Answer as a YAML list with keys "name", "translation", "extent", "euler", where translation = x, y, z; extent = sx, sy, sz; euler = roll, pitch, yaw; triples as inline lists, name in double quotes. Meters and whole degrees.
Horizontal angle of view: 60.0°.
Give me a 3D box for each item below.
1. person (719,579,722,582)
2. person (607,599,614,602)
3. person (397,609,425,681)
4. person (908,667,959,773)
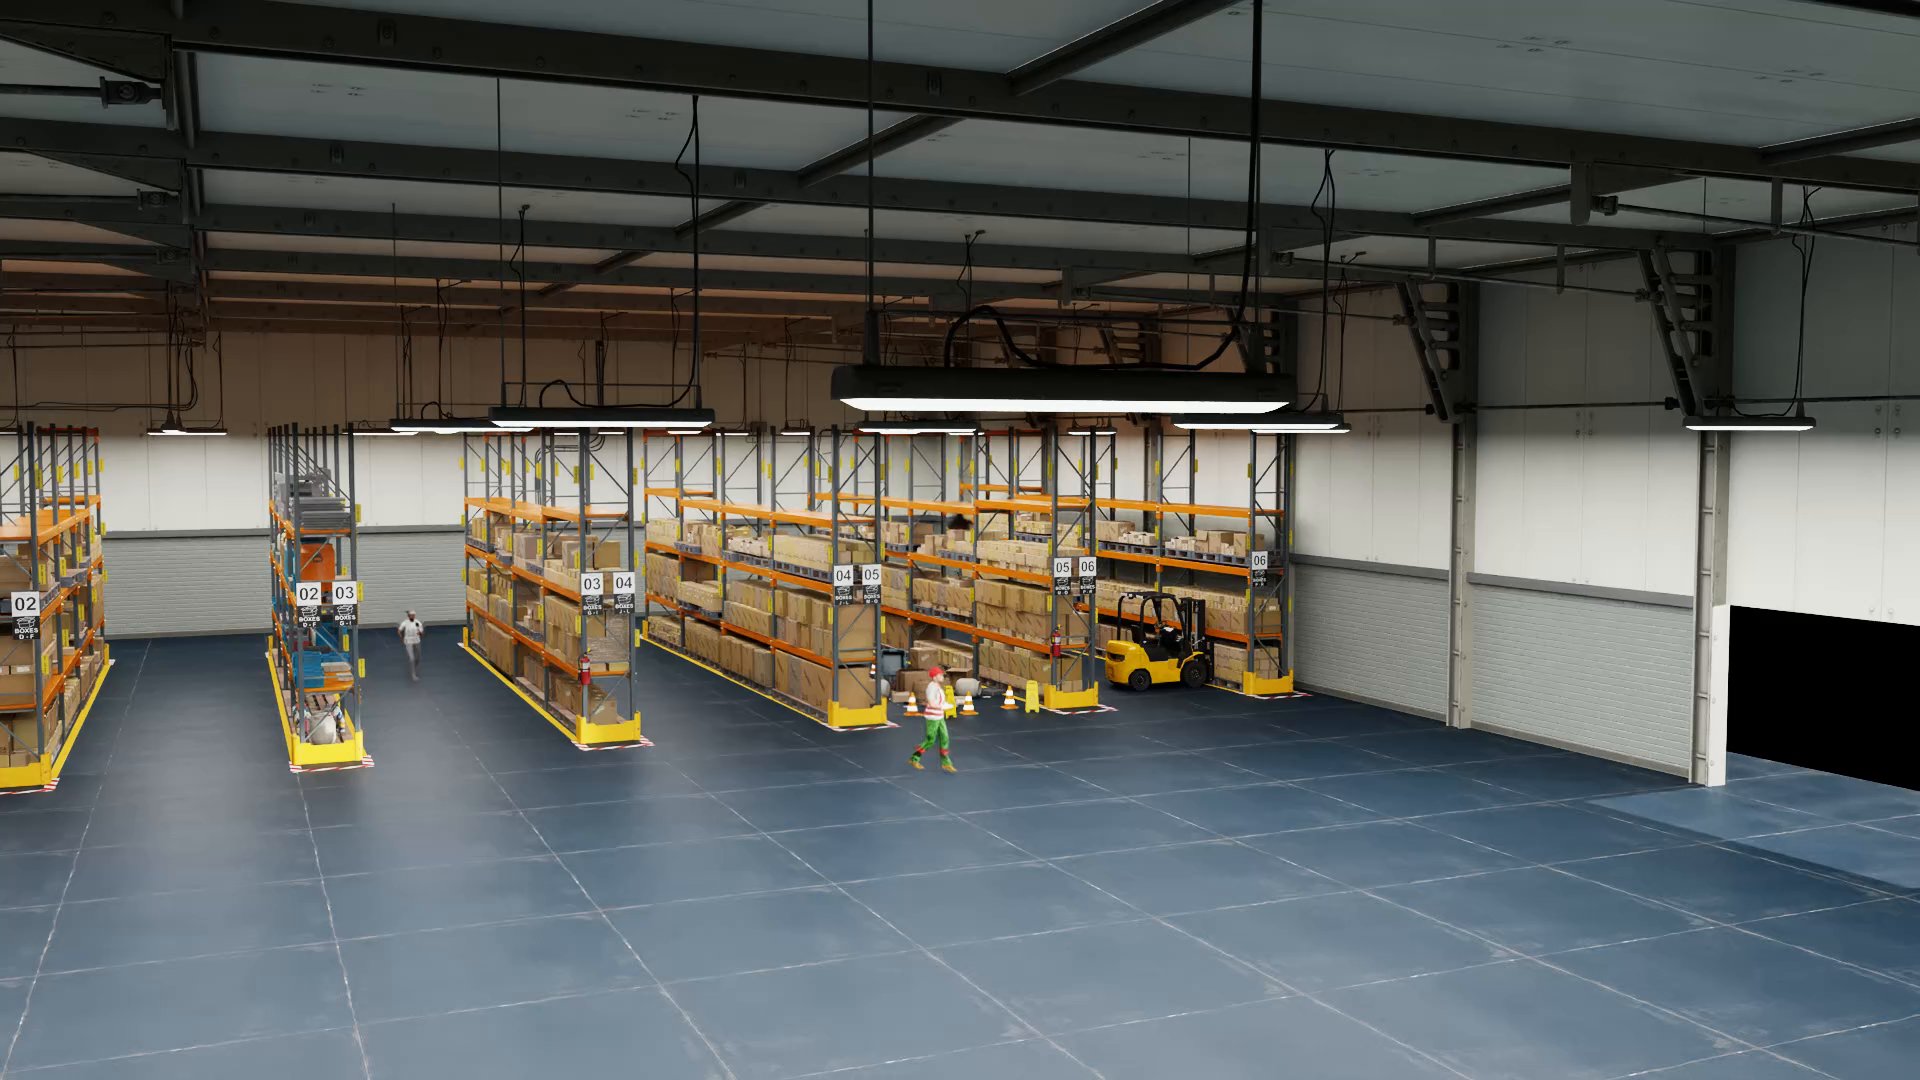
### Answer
- name: "person"
  translation: [-6.972, 1.914, 48.396]
  extent: [0.674, 1.728, 0.616]
  euler: [-2, 4, -34]
- name: "person"
  translation: [-9.620, 2.070, 45.806]
  extent: [0.672, 1.738, 0.608]
  euler: [-1, 4, -13]
- name: "person"
  translation: [-12.987, 2.458, 39.410]
  extent: [0.583, 1.675, 0.924]
  euler: [-2, 4, -35]
- name: "person"
  translation: [-0.454, 3.082, 28.473]
  extent: [0.854, 1.829, 0.684]
  euler: [1, 4, 13]
